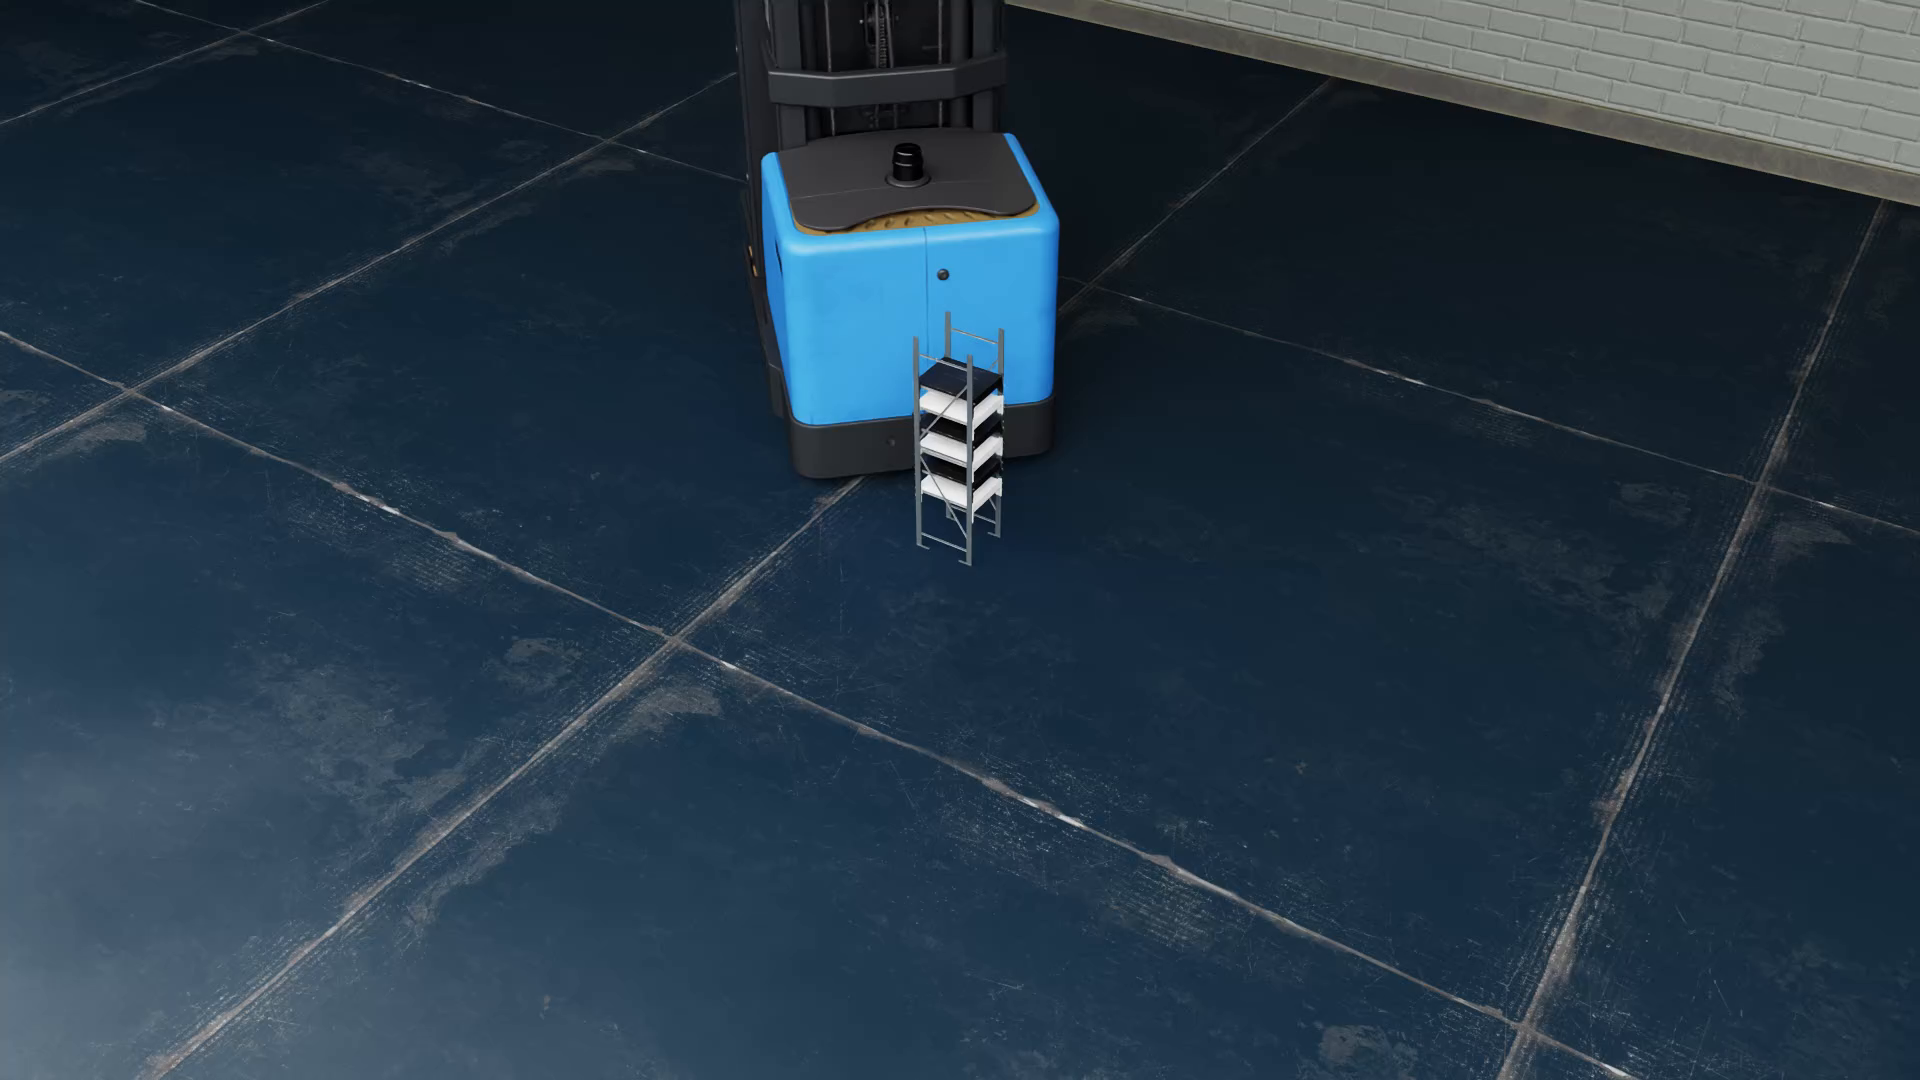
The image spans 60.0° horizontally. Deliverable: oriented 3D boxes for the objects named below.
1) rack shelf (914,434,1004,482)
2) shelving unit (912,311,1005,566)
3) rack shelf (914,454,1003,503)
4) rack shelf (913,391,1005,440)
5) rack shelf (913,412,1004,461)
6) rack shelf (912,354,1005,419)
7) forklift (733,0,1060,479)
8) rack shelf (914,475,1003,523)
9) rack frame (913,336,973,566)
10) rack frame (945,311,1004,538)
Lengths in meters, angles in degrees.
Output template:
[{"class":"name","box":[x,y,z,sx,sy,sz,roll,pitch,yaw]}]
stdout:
[{"class":"rack shelf","box":[-0.004,-0.326,5.990,0.258,0.077,0.200,21,42,25]},{"class":"shelving unit","box":[-0.004,-0.352,5.970,0.258,0.900,0.210,21,42,25]},{"class":"rack shelf","box":[-0.004,-0.255,6.045,0.258,0.077,0.200,21,42,25]},{"class":"rack shelf","box":[-0.004,-0.468,5.880,0.258,0.077,0.200,21,42,25]},{"class":"rack shelf","box":[-0.004,-0.397,5.935,0.258,0.077,0.200,21,42,25]},{"class":"rack shelf","box":[-0.004,-0.540,5.825,0.258,0.077,0.200,21,42,25]},{"class":"forklift","box":[-0.408,-2.297,6.829,1.130,2.935,3.031,-7,38,-9]},{"class":"rack shelf","box":[-0.004,-0.183,6.100,0.258,0.077,0.200,21,42,25]},{"class":"rack frame","box":[-0.059,-0.300,5.902,0.240,0.900,0.006,21,42,25]},{"class":"rack frame","box":[0.050,-0.405,6.038,0.240,0.900,0.006,21,42,25]}]
